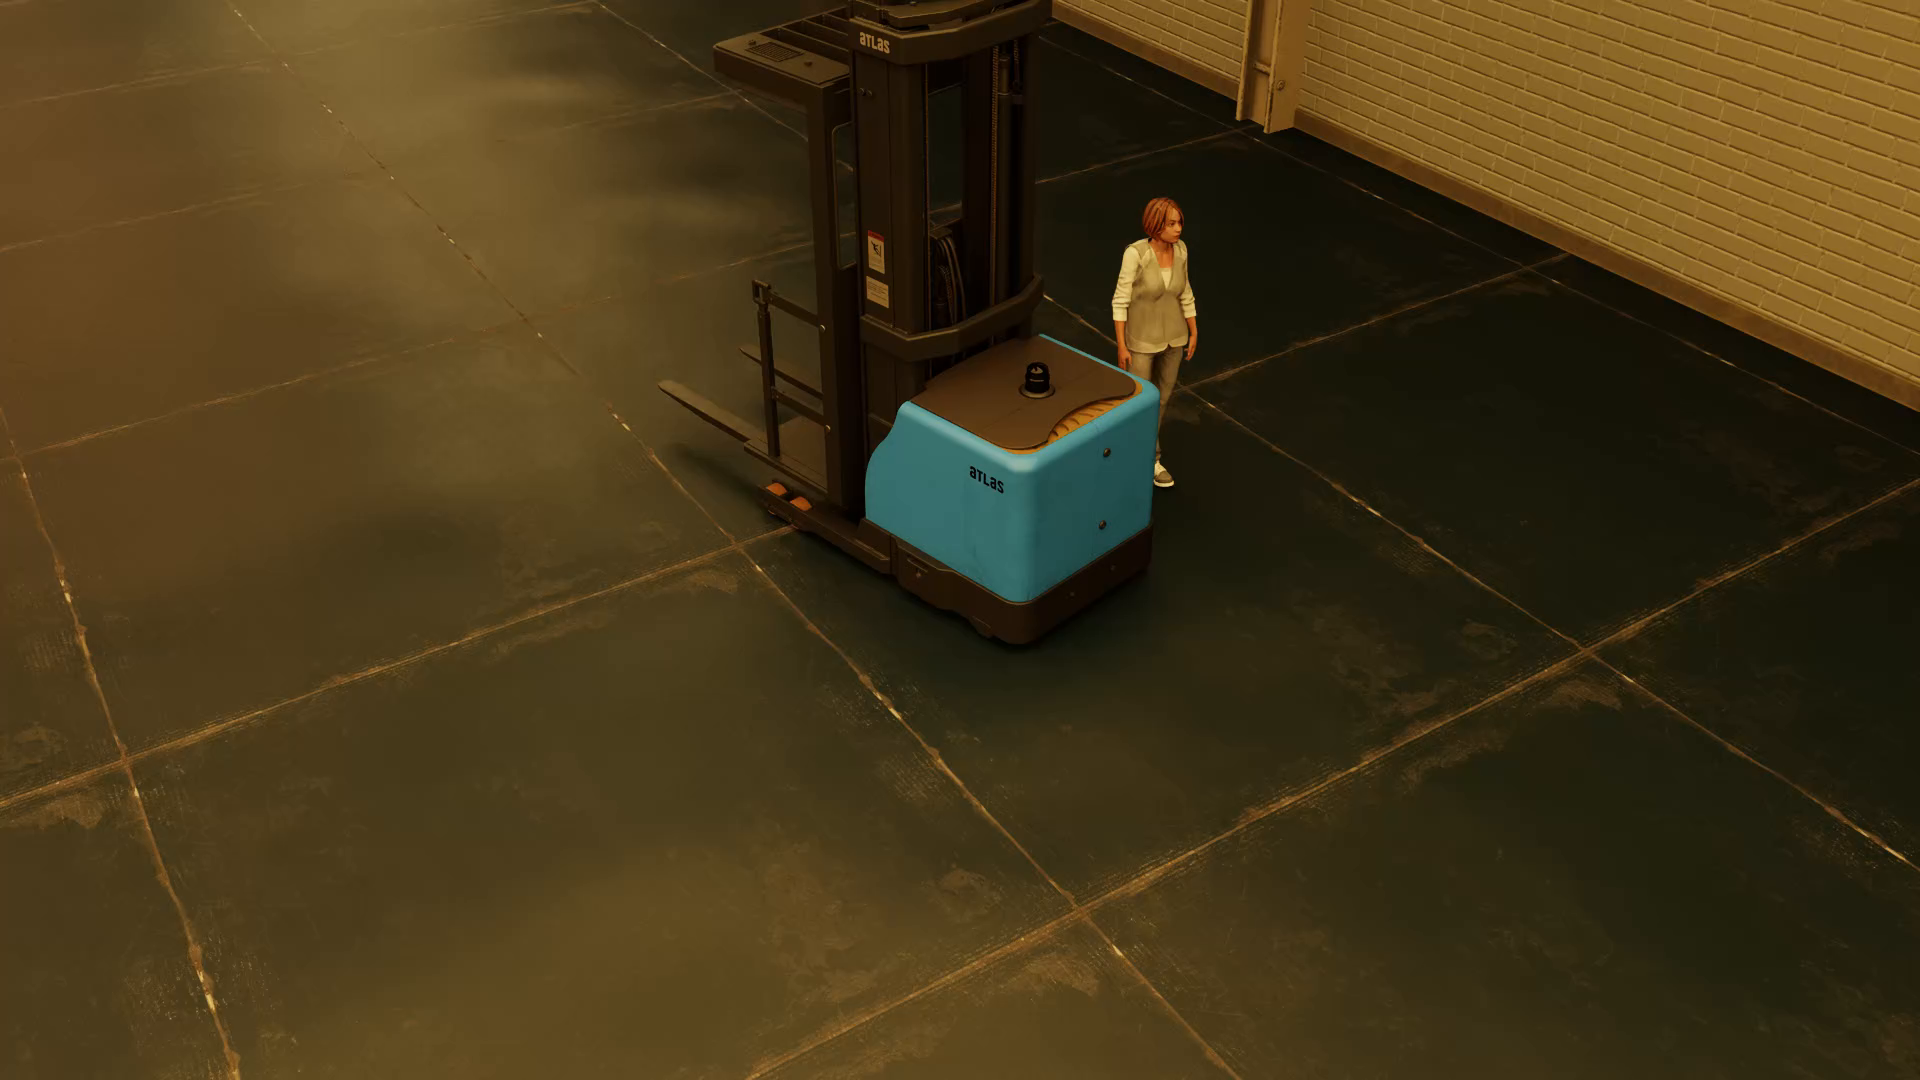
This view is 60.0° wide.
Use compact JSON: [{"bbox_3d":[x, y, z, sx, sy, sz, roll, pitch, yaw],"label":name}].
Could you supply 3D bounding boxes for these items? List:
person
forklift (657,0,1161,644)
[{"bbox_3d":[1.047,-0.986,8.700,0.521,1.598,0.473,-17,38,-22],"label":"person"},{"bbox_3d":[-0.435,-1.446,8.205,3.031,2.935,1.130,29,45,35],"label":"forklift"}]
